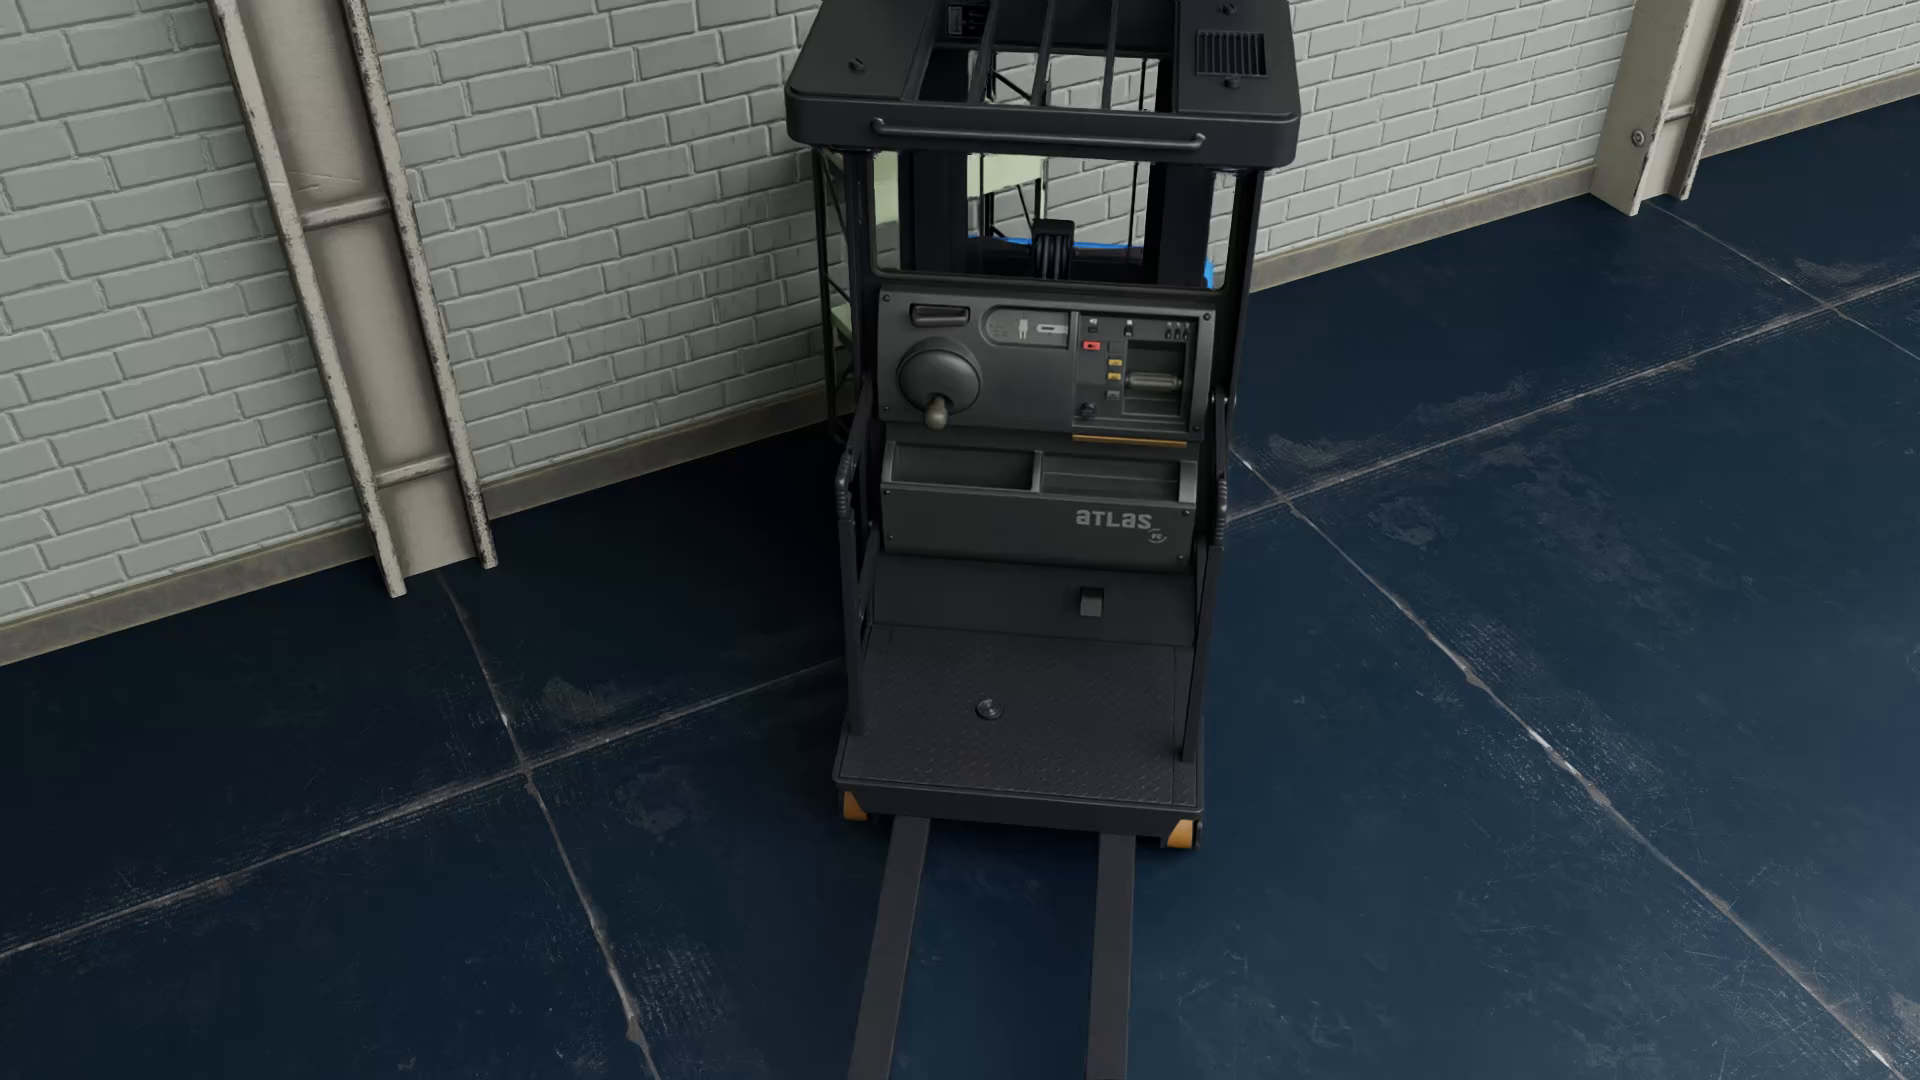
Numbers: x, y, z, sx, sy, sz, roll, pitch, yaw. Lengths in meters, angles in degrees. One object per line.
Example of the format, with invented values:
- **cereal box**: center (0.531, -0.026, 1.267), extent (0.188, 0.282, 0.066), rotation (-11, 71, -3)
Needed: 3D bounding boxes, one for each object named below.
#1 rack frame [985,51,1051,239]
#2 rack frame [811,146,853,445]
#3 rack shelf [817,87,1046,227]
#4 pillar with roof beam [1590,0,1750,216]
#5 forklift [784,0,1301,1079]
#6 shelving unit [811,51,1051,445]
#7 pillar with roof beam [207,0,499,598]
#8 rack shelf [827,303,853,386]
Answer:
- **rack frame**: center (0.209, -1.139, 6.434), extent (0.023, 1.500, 0.400), rotation (-21, 45, -23)
- **rack frame**: center (-0.421, -0.898, 6.150), extent (0.023, 1.500, 0.400), rotation (-21, 45, -23)
- **rack shelf**: center (-0.106, -1.316, 6.040), extent (0.720, 0.370, 0.431), rotation (-21, 45, -23)
- **pillar with roof beam**: center (5.361, -2.696, 2.469), extent (0.400, 9.000, 9.100), rotation (-19, 44, -21)
- **forklift**: center (0.212, -0.407, 4.462), extent (1.130, 2.935, 3.031), rotation (4, 40, 5)
- **shelving unit**: center (-0.106, -1.018, 6.292), extent (0.755, 1.500, 0.431), rotation (-21, 45, -23)
- **pillar with roof beam**: center (0.040, -0.905, 0.354), extent (0.400, 9.000, 9.100), rotation (-19, 44, -21)
- **rack shelf**: center (-0.106, -0.770, 6.503), extent (0.720, 0.370, 0.431), rotation (-21, 45, -23)
